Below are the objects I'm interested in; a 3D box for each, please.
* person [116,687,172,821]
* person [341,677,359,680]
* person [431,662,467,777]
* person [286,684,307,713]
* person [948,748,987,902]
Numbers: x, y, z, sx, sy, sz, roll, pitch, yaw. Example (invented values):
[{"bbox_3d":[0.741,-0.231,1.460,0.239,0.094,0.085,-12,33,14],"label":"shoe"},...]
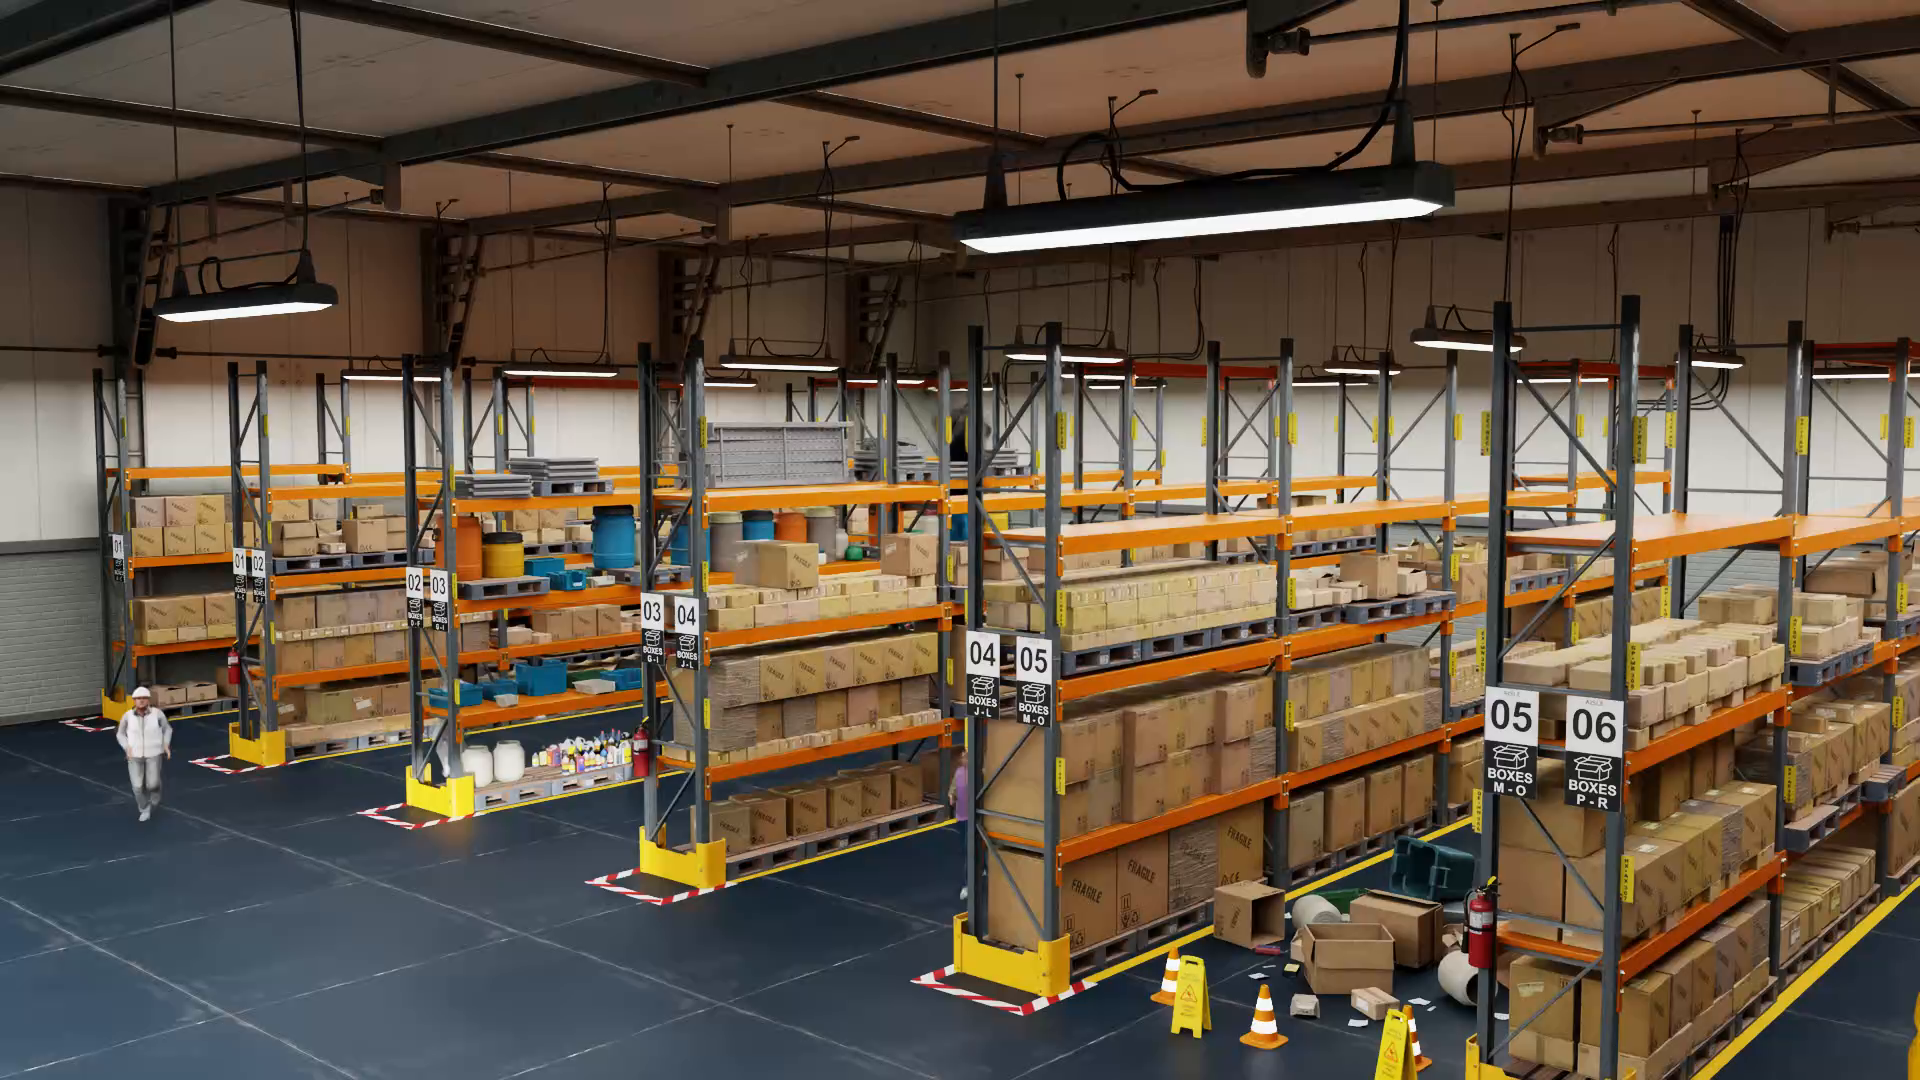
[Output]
[{"bbox_3d":[-10.485,2.740,21.393,0.647,1.722,0.619,-2,5,-23],"label":"person"},{"bbox_3d":[-10.258,2.290,27.940,0.639,1.724,1.057,4,6,43],"label":"person"},{"bbox_3d":[-7.305,2.583,23.888,0.535,1.650,0.685,2,4,21],"label":"person"},{"bbox_3d":[-10.915,2.332,27.371,0.615,1.677,0.545,4,6,42],"label":"person"},{"bbox_3d":[0.135,3.049,18.067,0.541,1.625,0.732,3,5,31],"label":"person"}]
